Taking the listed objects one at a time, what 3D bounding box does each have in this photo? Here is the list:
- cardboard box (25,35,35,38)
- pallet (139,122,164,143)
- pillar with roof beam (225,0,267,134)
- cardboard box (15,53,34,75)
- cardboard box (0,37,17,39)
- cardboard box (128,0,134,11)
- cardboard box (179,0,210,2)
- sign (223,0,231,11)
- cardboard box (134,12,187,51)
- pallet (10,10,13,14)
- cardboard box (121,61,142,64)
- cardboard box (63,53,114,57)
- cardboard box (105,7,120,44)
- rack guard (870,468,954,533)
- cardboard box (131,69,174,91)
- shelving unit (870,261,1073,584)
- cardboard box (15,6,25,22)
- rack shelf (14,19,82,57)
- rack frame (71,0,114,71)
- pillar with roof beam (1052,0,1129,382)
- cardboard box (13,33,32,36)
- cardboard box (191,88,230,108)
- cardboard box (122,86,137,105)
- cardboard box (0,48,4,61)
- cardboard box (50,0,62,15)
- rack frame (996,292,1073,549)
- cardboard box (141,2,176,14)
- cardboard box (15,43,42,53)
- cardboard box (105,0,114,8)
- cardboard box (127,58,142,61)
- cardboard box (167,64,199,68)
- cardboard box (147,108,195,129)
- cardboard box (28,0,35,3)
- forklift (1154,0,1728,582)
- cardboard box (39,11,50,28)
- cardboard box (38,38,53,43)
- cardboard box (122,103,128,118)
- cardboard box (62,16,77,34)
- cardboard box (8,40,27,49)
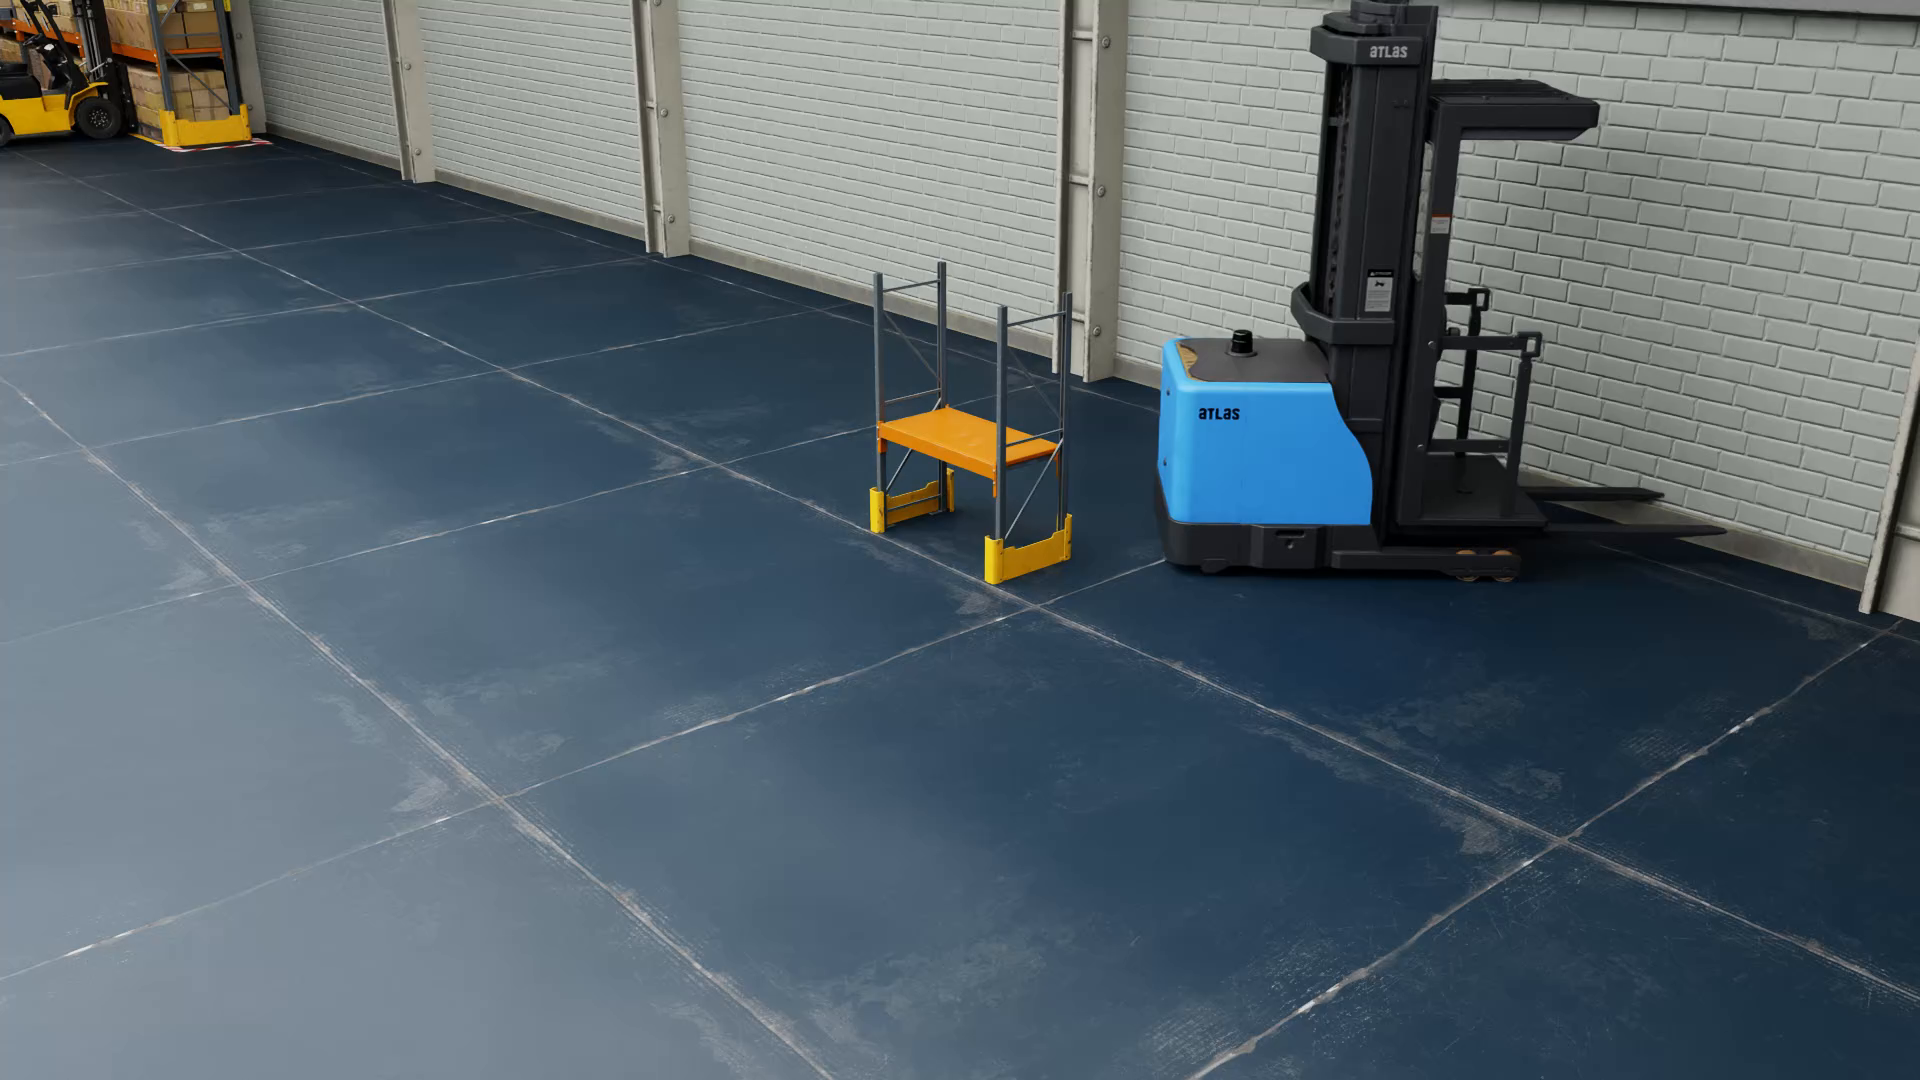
[{"bbox_3d":[-17.527,-9.507,31.605,0.380,0.149,0.250,-17,27,-37],"label":"cardboard box"},{"bbox_3d":[-11.561,-6.141,24.874,1.003,0.211,1.213,-17,27,-37],"label":"pallet"},{"bbox_3d":[-14.063,-9.414,21.179,9.100,9.000,0.400,-17,27,-37],"label":"pillar with roof beam"},{"bbox_3d":[-16.691,-8.546,30.041,0.500,0.500,0.500,-16,27,-36],"label":"cardboard box"},{"bbox_3d":[-17.732,-9.311,31.106,0.380,0.149,0.250,-17,27,-37],"label":"cardboard box"},{"bbox_3d":[-11.934,-7.837,24.353,0.380,0.149,0.250,-18,27,-38],"label":"cardboard box"},{"bbox_3d":[-11.087,-7.869,24.027,0.380,0.149,0.250,-18,28,-38],"label":"cardboard box"},{"bbox_3d":[-10.605,-7.809,24.012,0.100,0.325,0.005,-17,27,-37],"label":"sign"},{"bbox_3d":[-11.550,-7.358,24.020,0.500,0.500,0.500,-18,28,-39],"label":"cardboard box"},{"bbox_3d":[-17.525,-9.895,30.898,1.003,0.211,1.213,-17,27,-37],"label":"pallet"},{"bbox_3d":[-12.903,-7.237,25.672,0.500,0.250,0.500,-16,27,-36],"label":"cardboard box"},{"bbox_3d":[-14.983,-7.998,28.472,0.875,0.625,0.625,-19,28,-40],"label":"cardboard box"},{"bbox_3d":[-12.553,-7.781,25.101,0.500,0.500,0.500,-17,27,-37],"label":"cardboard box"},{"bbox_3d":[-0.275,-0.233,9.736,0.587,0.250,0.087,-17,27,-37],"label":"rack guard"},{"bbox_3d":[-11.904,-6.812,24.585,0.500,0.250,0.500,-17,27,-36],"label":"cardboard box"},{"bbox_3d":[0.050,-0.677,9.157,0.587,1.500,1.083,-17,27,-37],"label":"shelving unit"},{"bbox_3d":[-16.147,-9.198,29.060,0.500,0.250,0.500,-17,27,-37],"label":"cardboard box"},{"bbox_3d":[-14.946,-8.561,28.215,1.077,0.370,4.000,-17,27,-37],"label":"rack shelf"},{"bbox_3d":[-13.641,-8.343,26.673,1.000,3.000,0.127,-17,27,-37],"label":"rack frame"},{"bbox_3d":[-2.313,-4.440,8.482,9.100,9.000,0.400,-17,27,-37],"label":"pillar with roof beam"},{"bbox_3d":[-18.063,-9.718,32.144,0.380,0.149,0.250,-17,27,-37],"label":"cardboard box"},{"bbox_3d":[-11.179,-6.565,24.643,0.500,0.250,0.500,-17,27,-36],"label":"cardboard box"},{"bbox_3d":[-12.256,-6.725,25.050,0.500,0.250,0.500,-18,28,-39],"label":"cardboard box"},{"bbox_3d":[-17.706,-8.969,31.123,0.500,0.500,0.500,-19,28,-39],"label":"cardboard box"},{"bbox_3d":[-14.496,-8.721,27.158,0.500,0.250,0.500,-18,28,-39],"label":"cardboard box"},{"bbox_3d":[0.388,-0.534,8.792,0.500,1.500,0.032,-17,27,-37],"label":"rack frame"},{"bbox_3d":[-11.468,-7.616,23.789,0.380,0.149,0.250,-17,27,-37],"label":"cardboard box"},{"bbox_3d":[-16.766,-8.858,29.950,0.380,0.149,0.250,-19,28,-40],"label":"cardboard box"},{"bbox_3d":[-12.638,-8.109,25.049,0.380,0.149,0.250,-18,28,-38],"label":"cardboard box"},{"bbox_3d":[-12.831,-7.498,26.337,0.500,0.250,0.500,-18,28,-38],"label":"cardboard box"},{"bbox_3d":[-11.847,-7.075,25.257,0.500,0.250,0.500,-18,27,-38],"label":"cardboard box"},{"bbox_3d":[-11.576,-6.208,24.415,0.500,0.250,0.500,-17,27,-37],"label":"cardboard box"},{"bbox_3d":[-15.493,-9.143,28.235,0.500,0.250,0.500,-18,28,-39],"label":"cardboard box"},{"bbox_3d":[2.646,-1.337,8.879,3.031,2.935,1.130,1,21,2],"label":"forklift"},{"bbox_3d":[-15.144,-8.773,27.976,0.500,0.250,0.500,-16,27,-36],"label":"cardboard box"},{"bbox_3d":[-17.046,-9.288,31.046,0.380,0.149,0.250,-18,28,-39],"label":"cardboard box"},{"bbox_3d":[-12.569,-6.626,25.483,0.500,0.250,0.500,-16,27,-36],"label":"cardboard box"},{"bbox_3d":[-14.168,-8.350,26.896,0.500,0.250,0.500,-17,27,-36],"label":"cardboard box"},{"bbox_3d":[-17.244,-9.093,30.550,0.380,0.149,0.250,-16,27,-36],"label":"cardboard box"}]
